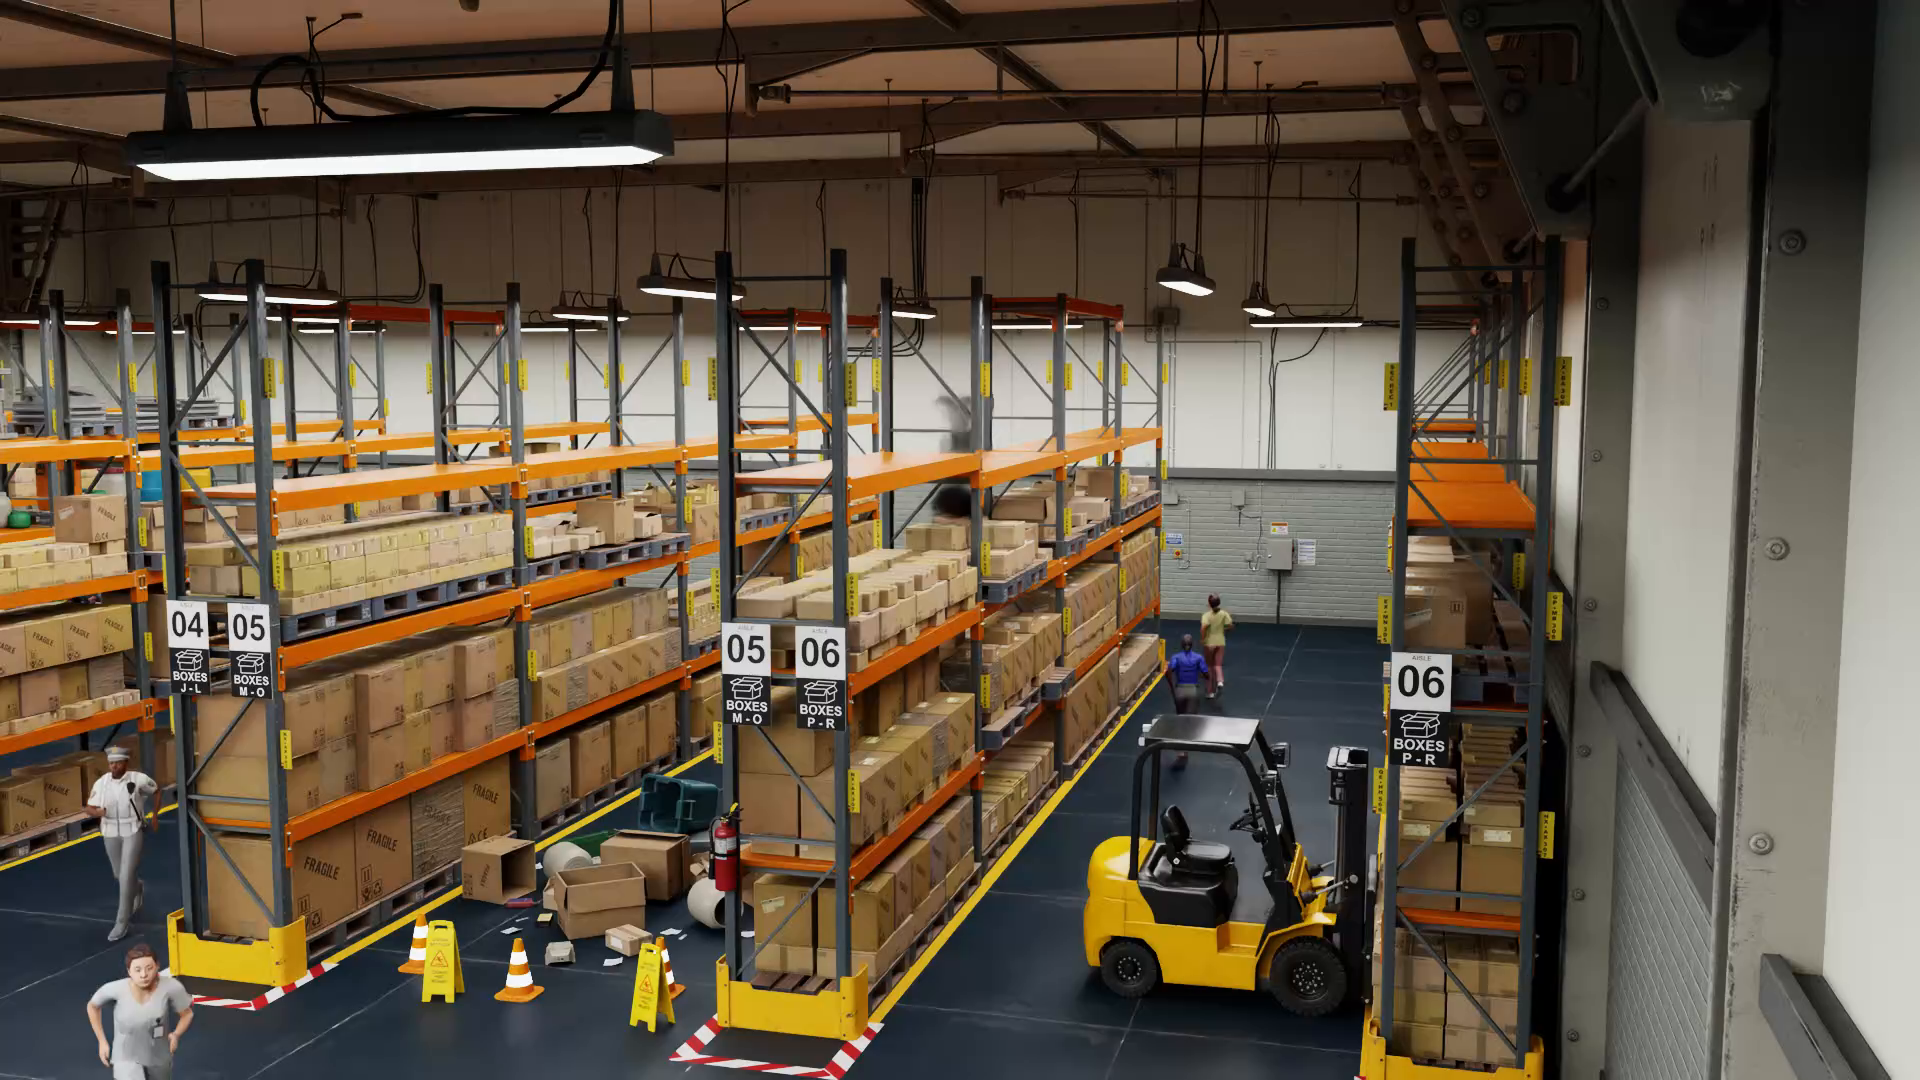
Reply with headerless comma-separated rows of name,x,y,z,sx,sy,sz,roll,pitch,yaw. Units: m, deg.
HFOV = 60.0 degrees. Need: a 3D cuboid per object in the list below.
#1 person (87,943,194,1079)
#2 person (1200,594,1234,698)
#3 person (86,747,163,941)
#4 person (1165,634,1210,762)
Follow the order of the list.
person,-5.106,3.275,10.401,0.582,1.657,0.880,-4,7,-32
person,3.923,1.653,25.507,0.572,1.670,0.814,-1,6,-9
person,-7.643,2.694,15.219,0.566,1.699,0.929,-1,6,-6
person,2.954,2.075,21.542,0.555,1.706,0.816,2,6,16
